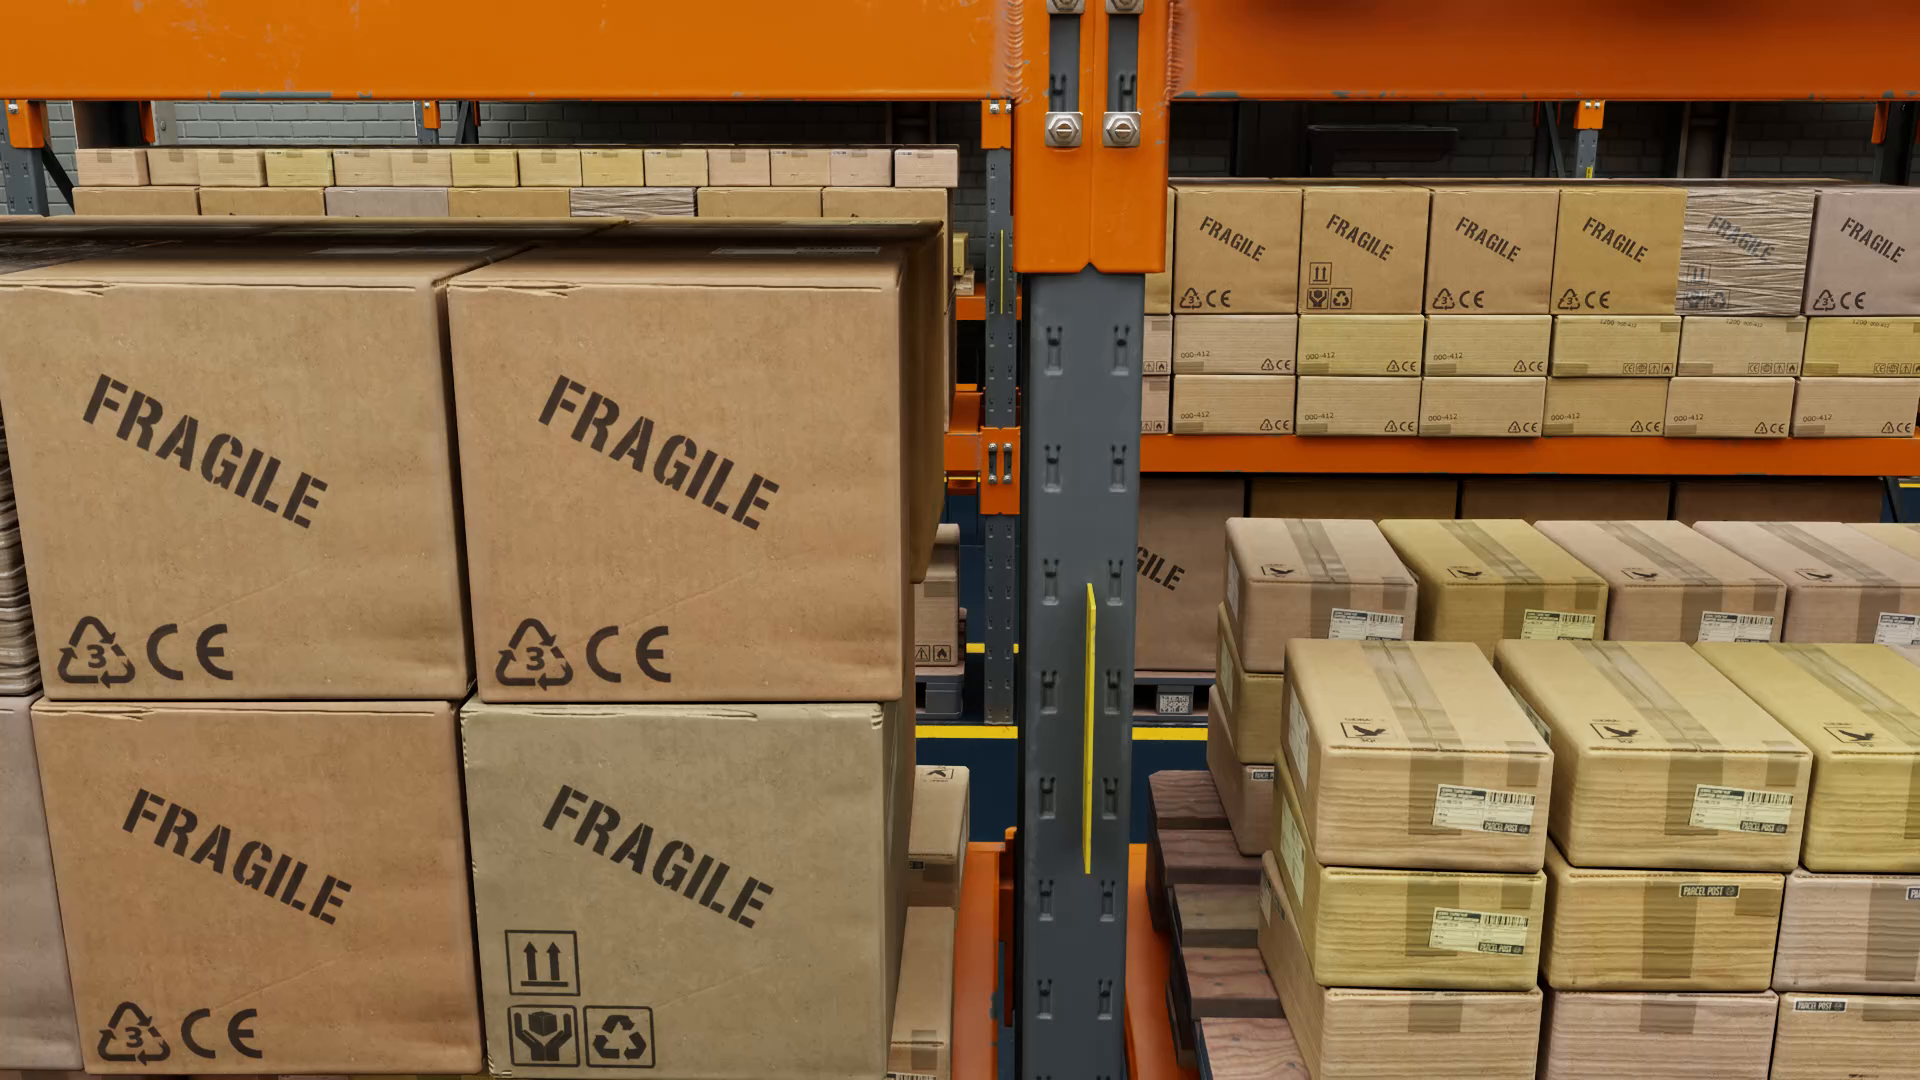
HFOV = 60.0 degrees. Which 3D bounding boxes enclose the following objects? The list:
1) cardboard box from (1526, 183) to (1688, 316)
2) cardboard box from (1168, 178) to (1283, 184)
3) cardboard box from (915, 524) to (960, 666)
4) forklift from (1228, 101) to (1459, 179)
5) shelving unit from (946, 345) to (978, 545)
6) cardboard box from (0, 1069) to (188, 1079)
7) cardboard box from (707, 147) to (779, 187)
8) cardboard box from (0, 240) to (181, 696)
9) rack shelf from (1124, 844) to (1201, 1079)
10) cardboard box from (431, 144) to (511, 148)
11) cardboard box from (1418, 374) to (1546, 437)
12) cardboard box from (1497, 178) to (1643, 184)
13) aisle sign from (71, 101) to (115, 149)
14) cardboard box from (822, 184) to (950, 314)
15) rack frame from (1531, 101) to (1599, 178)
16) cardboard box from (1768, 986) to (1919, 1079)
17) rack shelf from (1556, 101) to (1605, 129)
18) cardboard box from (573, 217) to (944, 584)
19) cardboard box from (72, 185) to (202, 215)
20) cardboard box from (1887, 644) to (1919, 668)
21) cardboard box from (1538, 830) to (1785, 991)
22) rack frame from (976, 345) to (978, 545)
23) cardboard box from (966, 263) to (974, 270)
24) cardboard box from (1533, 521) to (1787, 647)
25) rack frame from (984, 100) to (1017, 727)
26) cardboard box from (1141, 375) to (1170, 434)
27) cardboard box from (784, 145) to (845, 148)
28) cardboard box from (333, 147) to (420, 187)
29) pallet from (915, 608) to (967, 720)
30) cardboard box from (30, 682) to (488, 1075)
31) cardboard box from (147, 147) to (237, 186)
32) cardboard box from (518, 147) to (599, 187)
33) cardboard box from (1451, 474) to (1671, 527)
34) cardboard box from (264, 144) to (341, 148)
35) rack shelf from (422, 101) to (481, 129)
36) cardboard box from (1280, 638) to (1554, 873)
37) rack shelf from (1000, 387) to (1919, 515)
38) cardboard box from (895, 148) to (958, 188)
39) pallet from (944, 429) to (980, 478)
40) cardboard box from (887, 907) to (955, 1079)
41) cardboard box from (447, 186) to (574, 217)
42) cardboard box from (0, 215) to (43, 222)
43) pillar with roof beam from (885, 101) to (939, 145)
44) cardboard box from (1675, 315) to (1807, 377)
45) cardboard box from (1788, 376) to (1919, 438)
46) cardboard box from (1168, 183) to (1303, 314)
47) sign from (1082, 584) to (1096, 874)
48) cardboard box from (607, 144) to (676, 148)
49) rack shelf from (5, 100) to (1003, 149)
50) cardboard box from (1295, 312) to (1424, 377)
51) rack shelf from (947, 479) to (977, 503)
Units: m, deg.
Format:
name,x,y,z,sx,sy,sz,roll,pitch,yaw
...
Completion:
name,x,y,z,sx,sy,sz,roll,pitch,yaw
cardboard box,2.647,-1.213,6.900,0.500,0.500,0.500,0,15,1
cardboard box,1.152,-1.355,7.441,0.500,0.500,0.500,1,15,3
cardboard box,-0.444,0.240,7.748,0.875,0.438,0.875,0,15,1
forklift,2.281,-1.361,9.751,3.031,2.935,1.130,1,15,5
shelving unit,0.014,-0.580,10.187,0.189,1.200,0.258,0,15,1
cardboard box,-1.191,0.685,2.355,0.250,0.149,0.380,0,15,-1
cardboard box,-0.898,-1.561,6.949,0.250,0.149,0.380,0,15,1
cardboard box,-1.349,-0.120,2.174,0.500,0.500,0.500,1,15,3
rack shelf,2.155,0.860,2.611,4.000,0.370,1.077,0,15,1
cardboard box,-2.177,-1.690,7.438,0.250,0.149,0.380,1,15,3
cardboard box,2.143,-0.605,7.048,0.500,0.250,0.500,0,15,1
cardboard box,2.680,-1.343,7.396,0.500,0.500,0.500,1,15,3
aisle sign,-3.882,-2.127,7.424,0.004,0.787,0.394,0,15,1
cardboard box,-0.298,-1.228,6.960,0.500,0.500,0.500,0,15,1
rack frame,4.303,-2.004,12.055,0.127,3.000,1.000,0,15,1
cardboard box,1.065,0.540,2.082,0.250,0.149,0.380,0,15,2
rack shelf,6.302,-3.093,11.715,4.000,0.370,1.077,0,15,1
cardboard box,-0.289,-0.242,2.637,0.500,0.500,0.500,1,15,3
cardboard box,-3.345,-1.246,7.027,0.500,0.500,0.500,0,15,0
cardboard box,1.322,0.254,1.998,0.250,0.149,0.380,0,15,1
cardboard box,0.797,0.395,2.050,0.250,0.149,0.380,0,15,0
rack frame,0.106,-0.579,10.184,0.006,1.200,0.240,0,15,1
cardboard box,-0.025,-1.980,12.458,0.250,0.149,0.380,0,15,2
cardboard box,1.089,0.086,2.636,0.250,0.149,0.380,0,15,0
rack frame,0.181,-0.764,7.356,0.127,3.000,1.000,0,15,1
cardboard box,0.614,-0.621,7.109,0.500,0.250,0.500,0,15,0
cardboard box,-0.641,-1.666,7.348,0.250,0.149,0.380,0,15,1
cardboard box,-2.422,-1.563,6.956,0.250,0.149,0.380,1,15,2
pallet,-0.577,0.559,7.806,1.213,0.211,1.003,0,15,1
cardboard box,-0.854,0.372,2.271,0.500,0.500,0.500,0,15,0
cardboard box,-3.206,-1.579,7.017,0.250,0.149,0.380,1,15,3
cardboard box,-1.657,-1.553,6.917,0.250,0.149,0.380,0,15,1
cardboard box,2.600,0.054,7.598,0.875,0.875,0.875,1,15,2
cardboard box,-2.939,-1.708,7.508,0.250,0.149,0.380,0,15,1
rack shelf,-1.695,-3.145,11.912,4.000,0.370,1.077,0,15,1
cardboard box,0.538,0.250,2.017,0.250,0.149,0.380,1,15,4
rack shelf,2.180,-0.403,7.398,4.000,0.370,1.077,0,15,1
cardboard box,-0.135,-1.530,6.833,0.250,0.149,0.380,0,15,0
pallet,-0.382,-0.686,12.527,1.213,0.211,1.003,0,15,1
cardboard box,-0.136,0.678,2.381,0.250,0.149,0.380,0,15,1
cardboard box,-1.815,-1.240,7.004,0.500,0.500,0.500,0,15,2
cardboard box,-1.824,-0.256,2.692,0.500,0.500,0.500,0,15,-1
pillar with roof beam,-0.479,-4.067,8.116,0.400,9.000,9.100,0,15,1
cardboard box,3.176,-0.848,6.988,0.500,0.250,0.500,0,15,0
cardboard box,3.668,-0.602,7.038,0.500,0.250,0.500,0,15,-1
cardboard box,1.123,-1.223,6.941,0.500,0.500,0.500,0,15,1
sign,0.149,0.219,1.933,0.005,0.325,0.100,0,15,1
cardboard box,-1.406,-1.673,7.374,0.250,0.149,0.380,0,15,1
rack shelf,-1.818,-1.880,7.114,4.000,0.370,1.077,0,15,1
cardboard box,1.639,-0.852,7.004,0.500,0.250,0.500,1,15,2
rack shelf,0.014,-0.305,10.259,0.180,0.103,0.258,0,15,1
